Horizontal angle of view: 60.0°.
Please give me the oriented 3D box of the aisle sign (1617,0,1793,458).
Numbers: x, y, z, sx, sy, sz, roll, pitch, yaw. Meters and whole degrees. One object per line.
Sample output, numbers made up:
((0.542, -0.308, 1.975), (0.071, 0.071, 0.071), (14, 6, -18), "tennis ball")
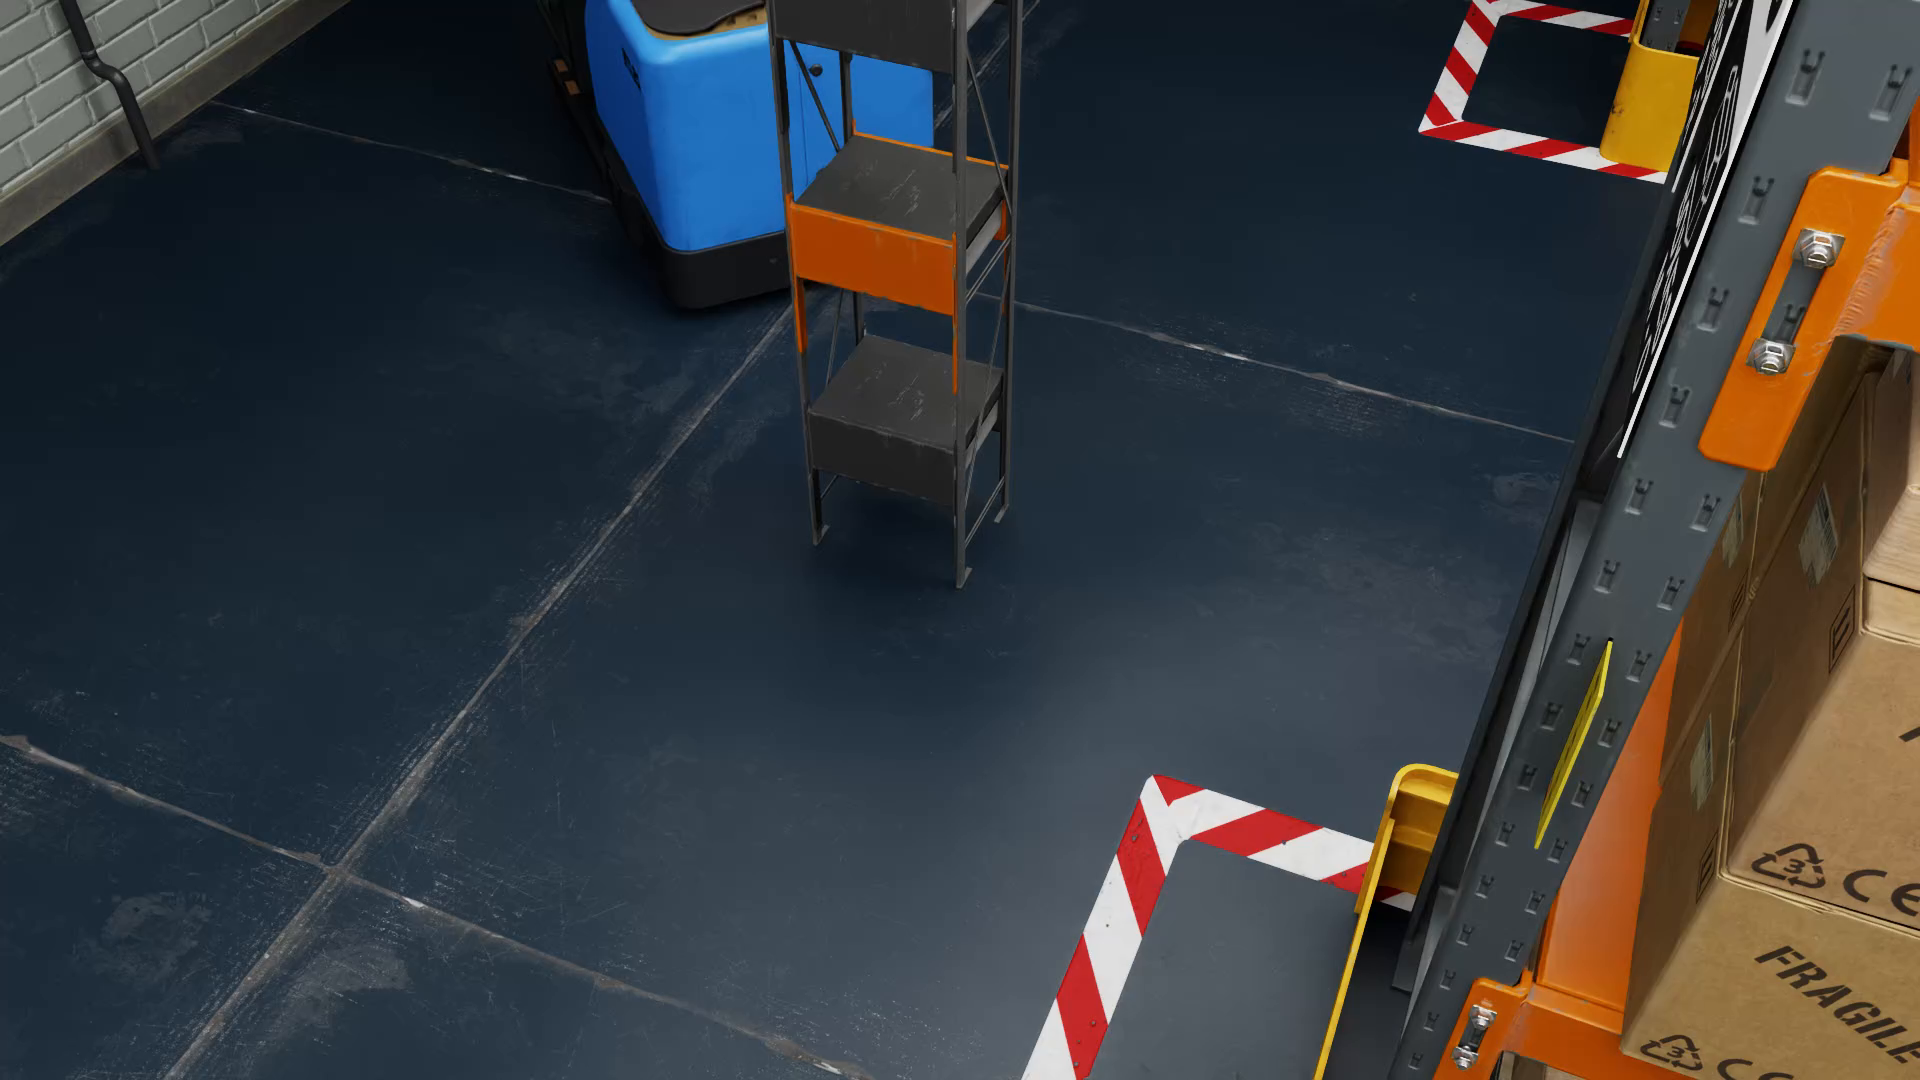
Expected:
((0.843, -0.504, 1.786), (0.004, 0.787, 0.394), (16, 47, 16), "aisle sign")

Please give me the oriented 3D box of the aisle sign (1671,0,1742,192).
((1.074, -0.894, 2.179), (0.004, 0.787, 0.394), (16, 47, 16), "aisle sign")

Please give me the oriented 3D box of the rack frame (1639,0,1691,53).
((2.928, -2.983, 6.122), (0.127, 3.000, 1.000), (16, 47, 16), "rack frame")

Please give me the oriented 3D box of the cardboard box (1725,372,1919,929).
((1.354, 0.175, 2.168), (0.500, 0.500, 0.500), (15, 47, 15), "cardboard box")

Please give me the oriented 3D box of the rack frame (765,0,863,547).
((-0.378, -0.856, 4.621), (0.015, 2.100, 0.400), (16, 47, 16), "rack frame")

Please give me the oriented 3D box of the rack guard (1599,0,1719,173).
((2.998, -2.077, 6.983), (0.348, 0.500, 1.175), (16, 47, 16), "rack guard")

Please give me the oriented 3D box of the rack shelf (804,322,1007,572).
((-0.153, -0.283, 5.058), (0.480, 0.518, 0.431), (16, 47, 16), "rack shelf")

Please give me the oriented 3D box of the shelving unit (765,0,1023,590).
((-0.153, -0.789, 4.555), (0.503, 2.100, 0.431), (16, 47, 16), "shelving unit")

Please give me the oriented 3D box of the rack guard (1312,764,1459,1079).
((0.998, 1.128, 3.761), (0.348, 0.500, 1.175), (16, 47, 16), "rack guard")

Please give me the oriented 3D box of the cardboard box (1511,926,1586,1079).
((1.668, 1.122, 3.514), (0.875, 0.438, 0.875), (15, 47, 15), "cardboard box")

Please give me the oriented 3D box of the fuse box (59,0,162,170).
((-3.249, -2.138, 6.186), (0.414, 1.711, 0.539), (16, 47, 16), "fuse box")

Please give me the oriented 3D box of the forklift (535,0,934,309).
((-1.121, -2.923, 6.110), (1.130, 2.935, 3.031), (-17, 47, -16), "forklift")

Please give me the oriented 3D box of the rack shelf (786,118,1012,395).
((-0.153, -0.780, 4.564), (0.480, 0.518, 0.431), (16, 47, 16), "rack shelf")

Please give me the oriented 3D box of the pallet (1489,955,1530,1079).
((1.789, 1.404, 3.690), (1.213, 0.211, 1.003), (16, 47, 16), "pallet")

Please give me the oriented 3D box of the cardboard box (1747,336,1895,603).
((1.557, -0.165, 2.510), (0.500, 0.500, 0.500), (18, 48, 17), "cardboard box")

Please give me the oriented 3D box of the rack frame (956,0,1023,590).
((0.072, -0.723, 4.488), (0.015, 2.100, 0.400), (16, 47, 16), "rack frame")

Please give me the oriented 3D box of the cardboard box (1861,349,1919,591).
((1.242, -0.094, 1.979), (0.250, 0.149, 0.380), (17, 47, 17), "cardboard box")

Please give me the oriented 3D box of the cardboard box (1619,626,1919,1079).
((1.353, 0.531, 2.519), (0.500, 0.500, 0.500), (16, 47, 16), "cardboard box")

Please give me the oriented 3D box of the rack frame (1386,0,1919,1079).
((1.021, 0.249, 2.873), (0.127, 3.000, 1.000), (16, 47, 16), "rack frame")

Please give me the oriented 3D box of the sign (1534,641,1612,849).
((0.801, 0.273, 2.179), (0.005, 0.325, 0.100), (16, 47, 16), "sign")

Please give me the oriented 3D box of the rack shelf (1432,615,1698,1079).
((2.866, 1.047, 2.581), (4.000, 0.370, 1.077), (16, 47, 16), "rack shelf")

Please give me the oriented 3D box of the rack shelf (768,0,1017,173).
((-0.153, -1.276, 4.070), (0.480, 0.518, 0.431), (16, 47, 16), "rack shelf")

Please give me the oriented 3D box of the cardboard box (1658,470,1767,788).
((1.568, 0.172, 2.880), (0.500, 0.500, 0.500), (17, 47, 16), "cardboard box")

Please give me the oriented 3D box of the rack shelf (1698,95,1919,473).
((2.866, -0.016, 1.523), (4.000, 0.370, 1.077), (16, 47, 16), "rack shelf")
